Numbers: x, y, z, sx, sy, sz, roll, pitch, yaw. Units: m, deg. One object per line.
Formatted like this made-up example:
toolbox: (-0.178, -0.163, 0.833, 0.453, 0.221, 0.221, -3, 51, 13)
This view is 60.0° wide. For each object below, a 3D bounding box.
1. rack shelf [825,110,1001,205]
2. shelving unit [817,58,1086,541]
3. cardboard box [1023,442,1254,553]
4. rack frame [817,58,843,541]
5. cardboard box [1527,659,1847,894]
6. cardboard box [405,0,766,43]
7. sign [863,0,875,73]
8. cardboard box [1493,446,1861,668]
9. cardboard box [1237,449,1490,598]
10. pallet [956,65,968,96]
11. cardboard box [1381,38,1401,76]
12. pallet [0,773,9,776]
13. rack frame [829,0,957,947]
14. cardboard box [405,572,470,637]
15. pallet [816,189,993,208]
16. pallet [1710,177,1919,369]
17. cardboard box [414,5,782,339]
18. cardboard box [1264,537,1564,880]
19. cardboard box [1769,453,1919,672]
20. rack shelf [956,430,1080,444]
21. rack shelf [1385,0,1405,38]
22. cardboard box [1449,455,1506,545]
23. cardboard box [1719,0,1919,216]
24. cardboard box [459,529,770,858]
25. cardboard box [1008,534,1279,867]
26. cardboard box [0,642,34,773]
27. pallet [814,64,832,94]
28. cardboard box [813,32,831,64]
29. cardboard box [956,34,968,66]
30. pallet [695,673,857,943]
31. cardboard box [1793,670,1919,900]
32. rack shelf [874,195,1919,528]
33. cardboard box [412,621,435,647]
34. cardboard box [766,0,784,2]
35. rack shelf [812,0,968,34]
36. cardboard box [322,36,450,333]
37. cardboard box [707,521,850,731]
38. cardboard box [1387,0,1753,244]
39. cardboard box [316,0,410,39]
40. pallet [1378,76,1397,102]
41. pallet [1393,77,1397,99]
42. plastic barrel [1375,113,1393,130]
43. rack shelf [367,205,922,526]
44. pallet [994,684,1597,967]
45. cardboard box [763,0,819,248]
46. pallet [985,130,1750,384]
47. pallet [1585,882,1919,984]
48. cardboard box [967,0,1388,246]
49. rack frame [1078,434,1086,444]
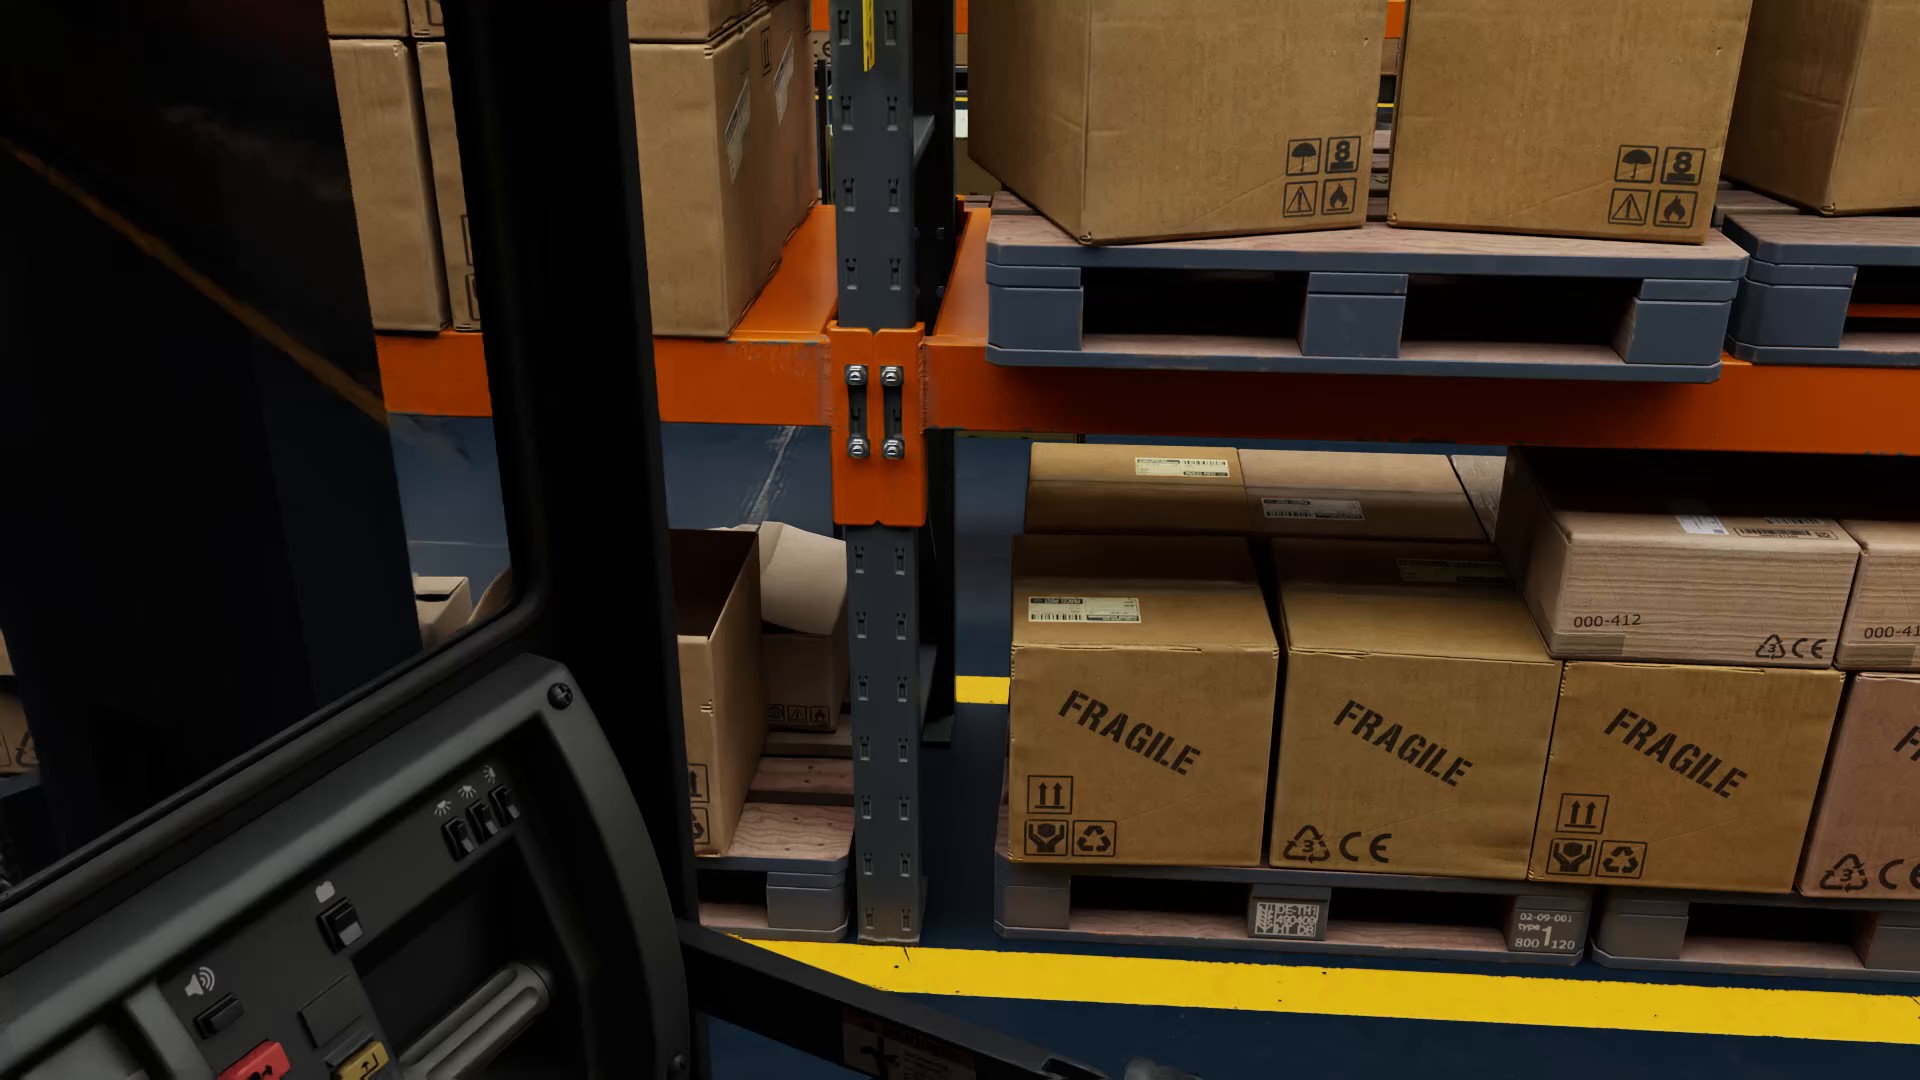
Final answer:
rack shelf: (0.007, -1.036, 4.773, 0.720, 0.370, 0.431, 2, 25, 4)
shelving unit: (0.007, -0.681, 4.936, 0.755, 1.500, 0.431, 2, 25, 4)
cardboard box: (0.404, 0.098, 3.912, 0.500, 0.500, 0.500, 2, 25, 4)
rack frame: (-0.358, -0.693, 4.962, 0.023, 1.500, 0.400, 2, 25, 4)
cardboard box: (1.384, 0.351, 3.364, 0.500, 0.500, 0.500, 2, 25, 5)
cardboard box: (-0.634, -1.142, 2.827, 0.500, 0.500, 0.500, 2, 25, 4)
sign: (-0.144, -0.900, 2.583, 0.005, 0.325, 0.100, 2, 25, 4)
cardboard box: (1.351, 0.010, 3.206, 0.500, 0.250, 0.500, 2, 25, 4)
cardboard box: (0.896, 0.118, 3.870, 0.500, 0.500, 0.500, 2, 25, 4)
pallet: (-0.100, -3.652, 12.935, 1.213, 0.211, 1.003, 2, 25, 4)
cardboard box: (3.066, -4.022, 12.443, 0.875, 0.875, 1.225, 2, 25, 4)
pallet: (-2.014, 0.473, 3.970, 1.213, 0.211, 1.003, 2, 25, 4)
rack frame: (-0.110, -0.734, 3.256, 0.127, 3.000, 1.000, 2, 25, 4)
cardboard box: (-1.375, 0.227, 4.032, 0.250, 0.166, 0.380, 2, 25, 4)
pallet: (-0.463, -1.539, 8.341, 1.213, 0.211, 1.003, 2, 25, 4)
pallet: (1.939, -0.579, 3.149, 1.213, 0.211, 1.003, 2, 25, 4)
cardboard box: (-0.628, -0.688, 3.037, 0.500, 0.500, 0.500, 2, 25, 5)
cardboard box: (0.886, 0.332, 3.405, 0.500, 0.500, 0.500, 2, 25, 5)
cardboard box: (1.851, 0.026, 3.171, 0.500, 0.250, 0.500, 1, 25, 3)
rack shelf: (0.007, -0.385, 5.072, 0.720, 0.370, 0.431, 2, 25, 4)
rack shelf: (2.267, -2.407, 7.754, 4.000, 0.370, 1.077, 2, 25, 4)
cardboard box: (1.396, 0.134, 3.835, 0.500, 0.500, 0.500, 2, 25, 5)
cardboard box: (1.656, -0.939, 3.080, 0.500, 0.500, 0.700, -4, 25, -9)
cardboard box: (-0.700, 0.302, 3.469, 0.500, 0.500, 0.500, 2, 25, 4)
cardboard box: (0.354, 0.319, 3.432, 0.500, 0.500, 0.500, 1, 25, 2)
cardboard box: (-1.984, 0.143, 3.812, 0.637, 0.503, 0.797, 2, 25, 4)
pallet: (-1.320, -3.690, 13.018, 1.213, 0.211, 1.003, 2, 25, 4)
cardboard box: (-0.897, -4.171, 12.766, 0.875, 0.875, 0.875, 2, 25, 4)
cardboard box: (0.000, -4.142, 12.703, 0.875, 0.875, 0.875, 2, 25, 4)
pallet: (-0.795, 0.511, 3.888, 1.213, 0.211, 1.003, 2, 25, 4)
cardboard box: (1.888, 0.367, 3.328, 0.500, 0.500, 0.500, 1, 25, 2)
rack shelf: (1.884, -0.343, 3.267, 4.000, 0.370, 1.077, 2, 25, 4)
cardboard box: (-1.448, 0.364, 3.561, 0.500, 0.311, 0.500, 2, 25, 4)
cardboard box: (-0.558, -1.366, 3.314, 0.500, 0.500, 0.500, 2, 25, 5)
rack shelf: (-1.721, -2.535, 8.032, 4.000, 0.370, 1.077, 2, 25, 4)
cardboard box: (-1.142, -0.704, 3.072, 0.500, 0.500, 0.500, 3, 25, 5)
cardboard box: (-0.512, 0.184, 3.951, 0.500, 0.311, 0.500, 2, 25, 4)
cardboard box: (1.036, -0.866, 2.921, 0.500, 0.500, 0.700, 6, 25, 12)
cardboard box: (-1.145, -1.157, 2.860, 0.500, 0.500, 0.500, 1, 25, 3)
pallet: (2.647, -3.564, 12.744, 1.213, 0.211, 1.003, 2, 25, 4)
pallet: (3.860, -3.524, 12.656, 1.213, 0.211, 1.003, 2, 25, 4)
plastic barrel: (2.076, -1.756, 7.952, 0.421, 0.512, 0.421, 0, 25, 0)
rack shelf: (-2.104, -0.471, 3.545, 4.000, 0.370, 1.077, 2, 25, 4)
pallet: (0.704, 0.543, 3.817, 1.213, 0.211, 1.003, 2, 25, 4)
cardboard box: (-0.597, -0.909, 3.517, 0.500, 0.500, 0.500, 2, 25, 5)
pallet: (0.678, -0.575, 3.142, 1.213, 0.211, 1.003, 2, 25, 4)
pallet: (1.924, 0.581, 3.734, 1.213, 0.211, 1.003, 2, 25, 4)
cardboard box: (0.345, -0.861, 2.912, 0.500, 0.500, 0.700, -6, 25, -14)
rack frame: (0.372, -0.669, 4.911, 0.023, 1.500, 0.400, 2, 25, 4)
